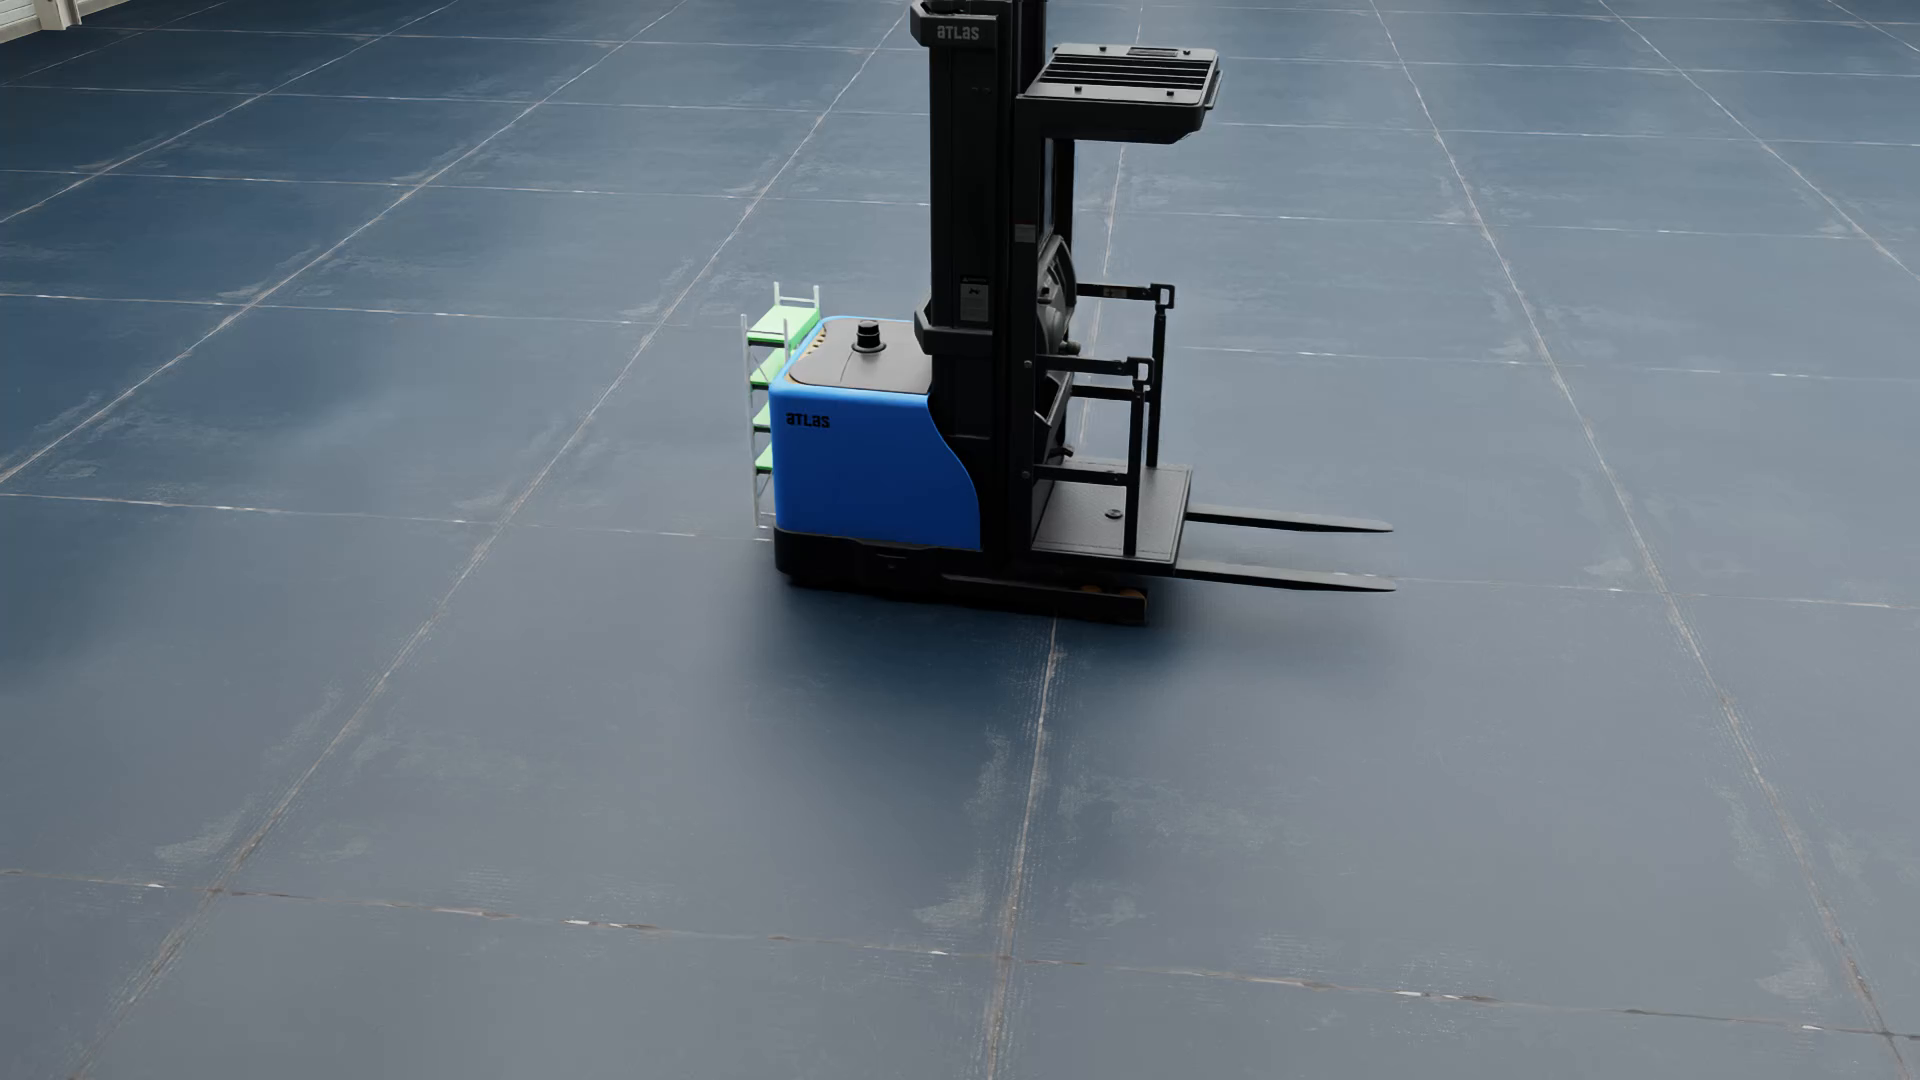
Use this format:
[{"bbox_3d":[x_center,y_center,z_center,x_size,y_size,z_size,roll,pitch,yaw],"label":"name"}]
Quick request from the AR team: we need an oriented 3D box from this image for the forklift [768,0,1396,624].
[{"bbox_3d":[0.644,-1.161,7.814,3.031,2.935,1.130,6,29,10],"label":"forklift"}]

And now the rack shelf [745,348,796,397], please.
[{"bbox_3d":[-0.916,-0.852,8.695,0.258,0.148,0.480,7,29,12],"label":"rack shelf"}]

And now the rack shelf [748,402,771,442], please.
[{"bbox_3d":[-0.915,-0.641,8.809,0.258,0.148,0.480,7,29,12],"label":"rack shelf"}]

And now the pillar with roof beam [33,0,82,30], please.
[{"bbox_3d":[-6.805,-10.037,17.893,9.100,9.000,0.400,3,28,6],"label":"pillar with roof beam"}]

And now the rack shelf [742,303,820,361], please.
[{"bbox_3d":[-0.916,-1.064,8.581,0.258,0.148,0.480,7,29,12],"label":"rack shelf"}]

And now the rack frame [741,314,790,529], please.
[{"bbox_3d":[-0.974,-0.585,8.570,0.240,1.200,0.015,7,29,12],"label":"rack frame"}]

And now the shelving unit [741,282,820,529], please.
[{"bbox_3d":[-0.916,-0.697,8.779,0.258,1.200,0.503,7,29,12],"label":"shelving unit"}]

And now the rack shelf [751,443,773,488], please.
[{"bbox_3d":[-0.915,-0.430,8.923,0.258,0.148,0.480,7,29,12],"label":"rack shelf"}]

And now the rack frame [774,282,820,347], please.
[{"bbox_3d":[-0.857,-0.810,8.987,0.240,1.200,0.015,7,29,12],"label":"rack frame"}]
